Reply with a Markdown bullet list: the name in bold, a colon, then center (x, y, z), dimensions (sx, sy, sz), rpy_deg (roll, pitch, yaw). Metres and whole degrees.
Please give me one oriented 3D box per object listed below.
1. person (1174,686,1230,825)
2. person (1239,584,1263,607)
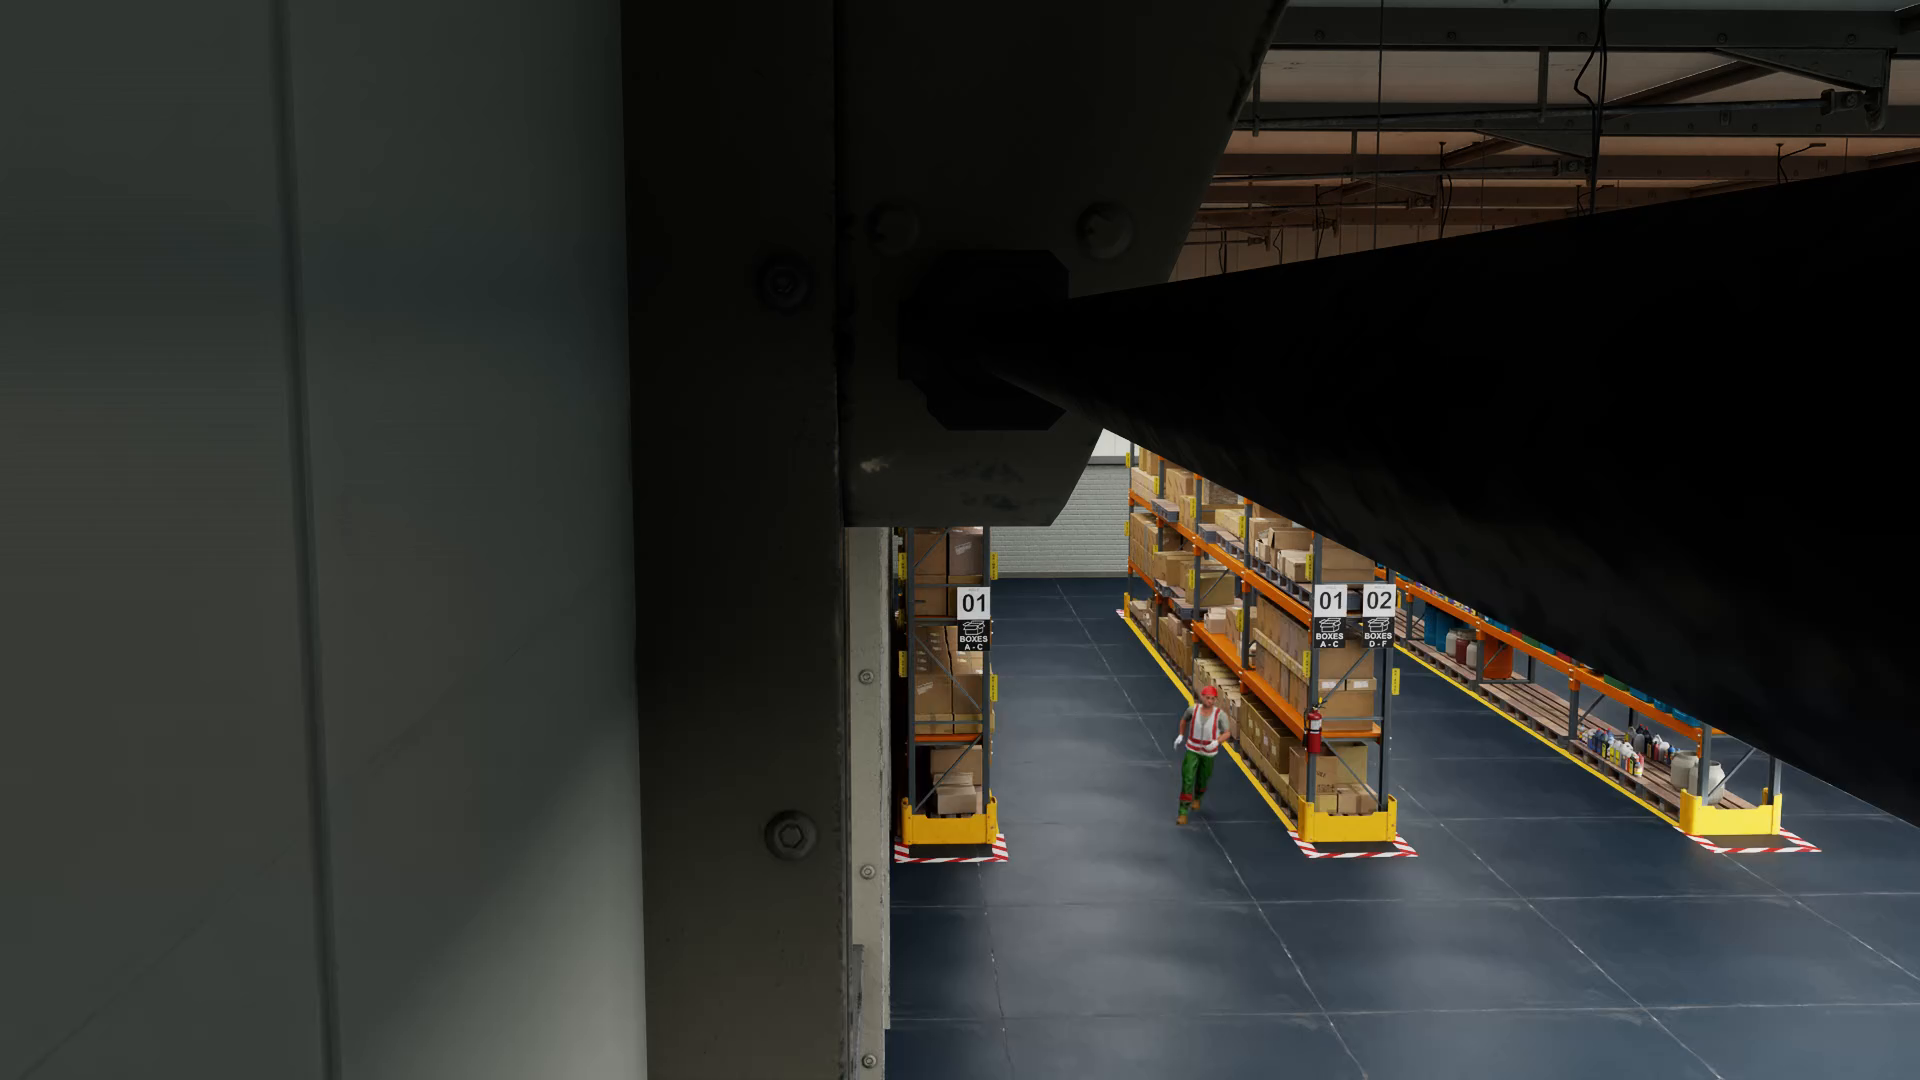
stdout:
- **person**: center (3.088, 2.699, 21.237), dimensions (0.713, 1.724, 1.063), rpy_deg (1, 7, 11)
- **person**: center (6.047, 1.188, 33.959), dimensions (0.558, 1.593, 0.765), rpy_deg (0, 7, -2)
